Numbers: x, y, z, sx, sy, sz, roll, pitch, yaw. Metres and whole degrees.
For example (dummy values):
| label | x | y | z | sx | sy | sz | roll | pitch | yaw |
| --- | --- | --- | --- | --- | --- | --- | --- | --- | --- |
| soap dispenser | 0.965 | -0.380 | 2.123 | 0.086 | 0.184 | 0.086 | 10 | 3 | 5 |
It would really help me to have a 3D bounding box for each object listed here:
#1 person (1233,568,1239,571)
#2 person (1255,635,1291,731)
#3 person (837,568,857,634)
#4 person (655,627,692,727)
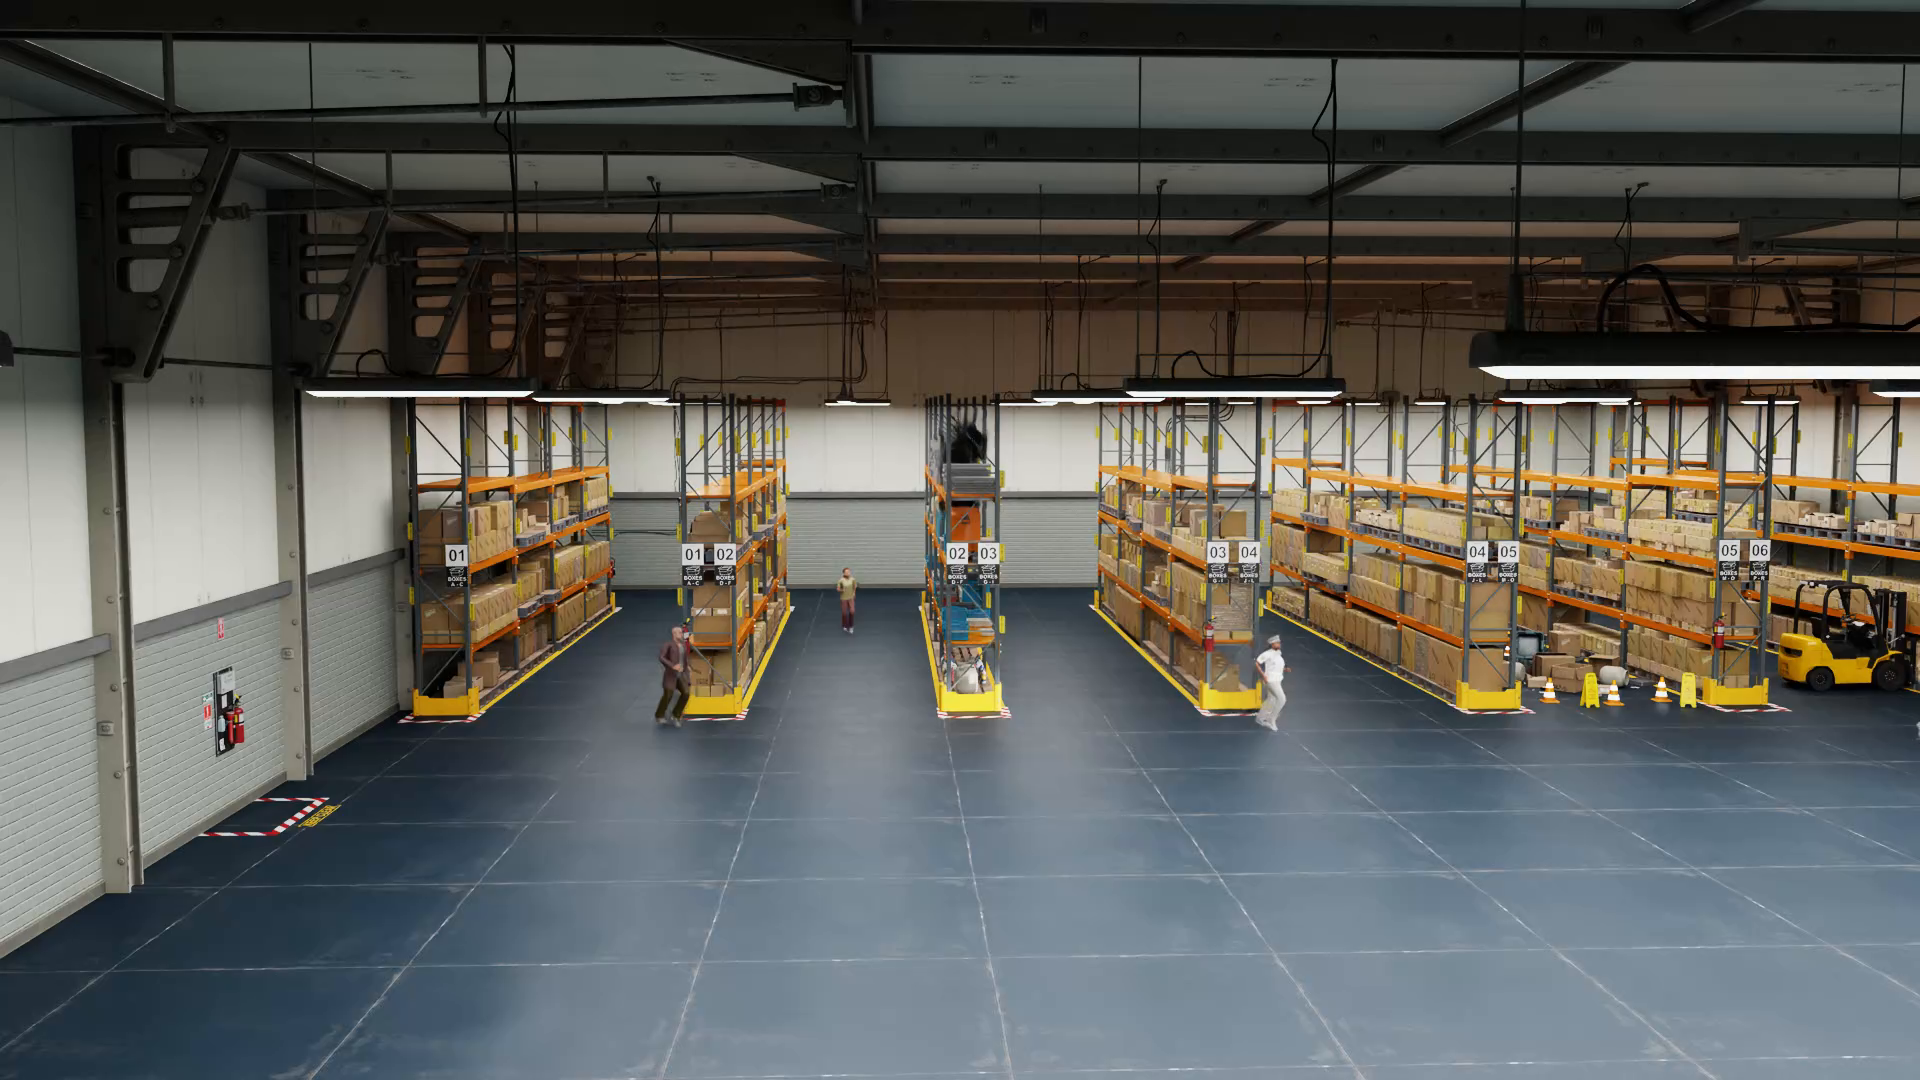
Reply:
| label | x | y | z | sx | sy | sz | roll | pitch | yaw |
| --- | --- | --- | --- | --- | --- | --- | --- | --- | --- |
| person | 7.732 | 1.128 | 47.047 | 0.707 | 1.795 | 0.741 | 1 | 5 | 6 |
| person | 5.589 | 2.538 | 29.695 | 0.703 | 1.723 | 0.550 | 3 | 6 | 38 |
| person | -2.883 | 1.548 | 42.484 | 0.538 | 1.699 | 0.712 | -1 | 5 | -10 |
| person | -5.148 | 2.582 | 30.127 | 0.688 | 1.597 | 0.778 | 4 | 6 | 41 |
